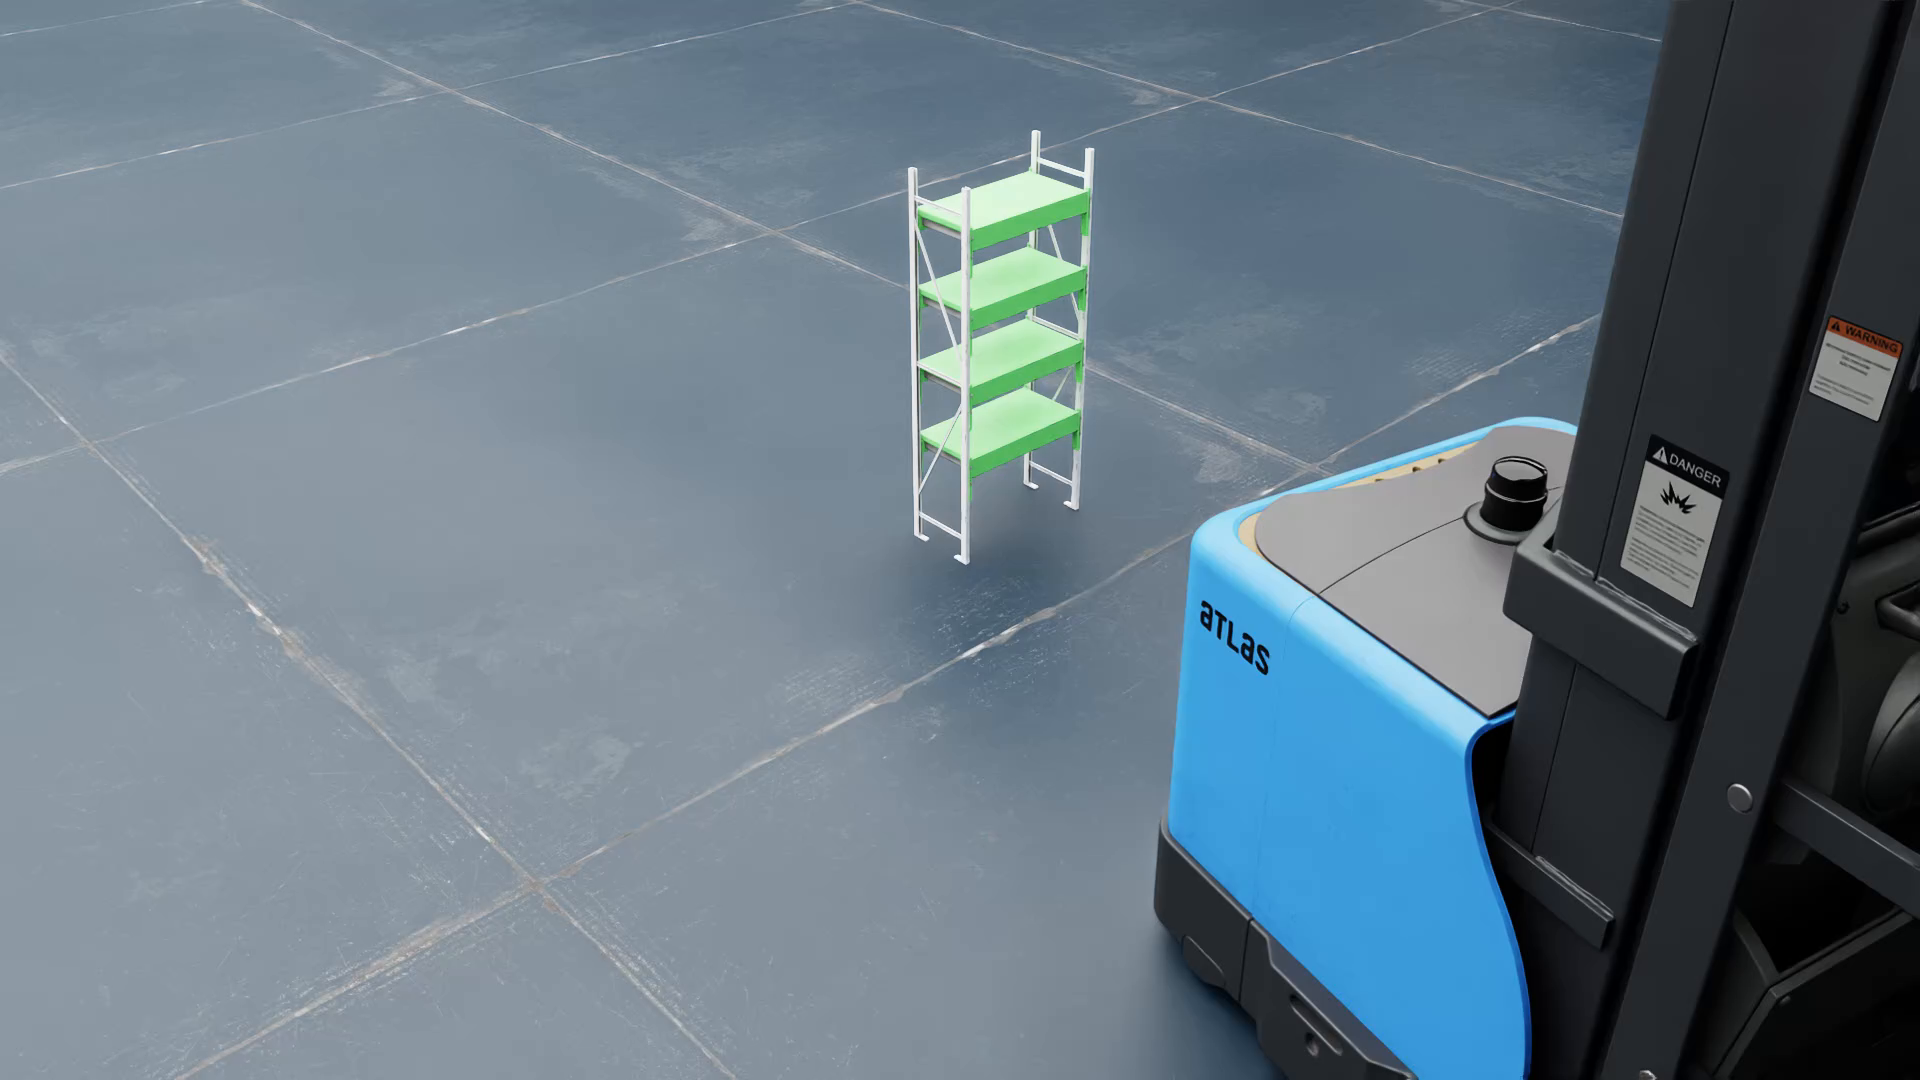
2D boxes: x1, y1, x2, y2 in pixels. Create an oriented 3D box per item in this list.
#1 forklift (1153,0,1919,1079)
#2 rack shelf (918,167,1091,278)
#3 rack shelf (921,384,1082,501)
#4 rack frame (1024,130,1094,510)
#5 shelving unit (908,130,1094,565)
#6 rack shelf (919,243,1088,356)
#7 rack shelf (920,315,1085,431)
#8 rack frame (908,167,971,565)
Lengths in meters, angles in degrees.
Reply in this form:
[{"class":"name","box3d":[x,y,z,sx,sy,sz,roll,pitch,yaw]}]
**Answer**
[{"class":"forklift","box3d":[1.615,0.164,2.172,1.130,2.935,3.031,-17,35,-25]},{"class":"rack shelf","box3d":[0.121,-0.926,4.816,0.480,0.148,0.258,-26,40,-35]},{"class":"rack shelf","box3d":[0.121,-0.311,5.192,0.480,0.148,0.258,-26,40,-35]},{"class":"rack frame","box3d":[0.300,-0.657,5.175,0.015,1.200,0.240,-26,40,-35]},{"class":"shelving unit","box3d":[0.121,-0.571,5.033,0.503,1.200,0.258,-26,40,-35]},{"class":"rack shelf","box3d":[0.121,-0.721,4.941,0.480,0.148,0.258,-26,40,-35]},{"class":"rack shelf","box3d":[0.121,-0.516,5.066,0.480,0.148,0.258,-26,40,-35]},{"class":"rack frame","box3d":[-0.058,-0.484,4.891,0.015,1.200,0.240,-26,40,-35]}]
